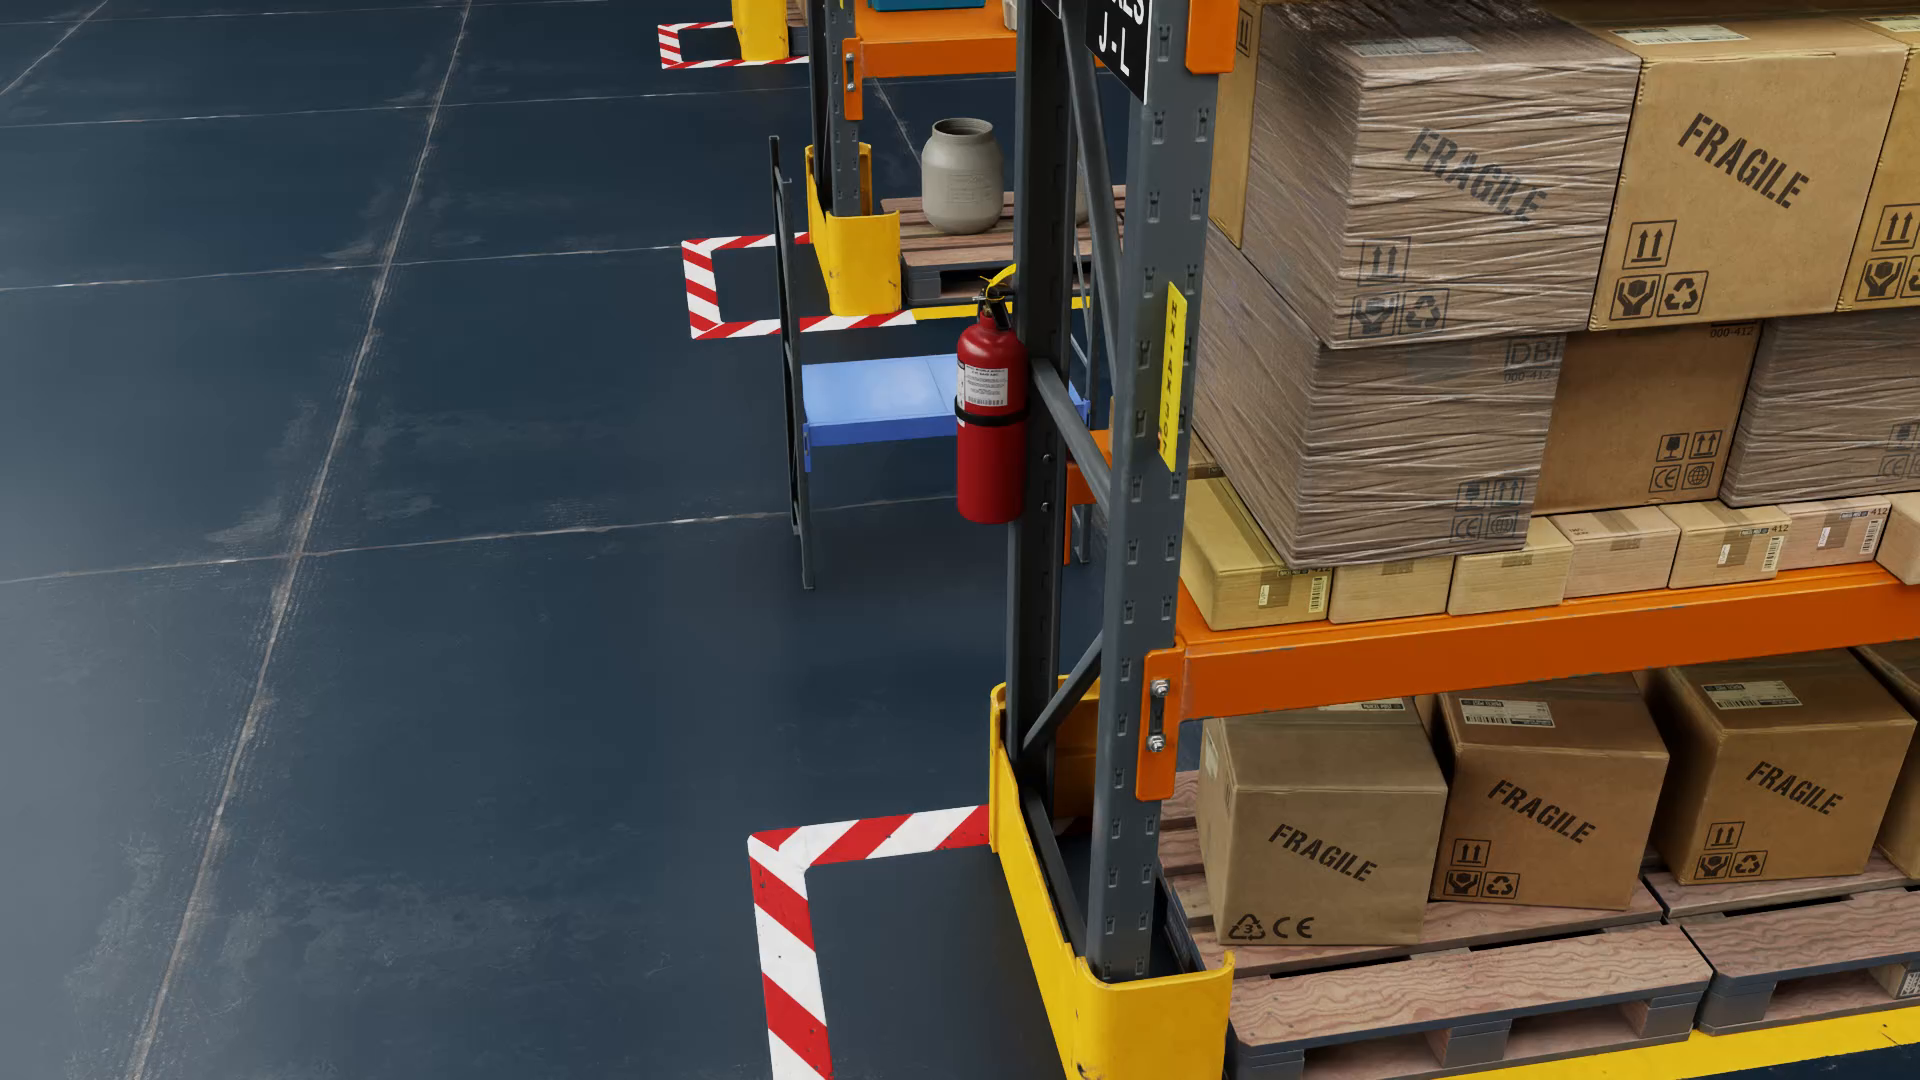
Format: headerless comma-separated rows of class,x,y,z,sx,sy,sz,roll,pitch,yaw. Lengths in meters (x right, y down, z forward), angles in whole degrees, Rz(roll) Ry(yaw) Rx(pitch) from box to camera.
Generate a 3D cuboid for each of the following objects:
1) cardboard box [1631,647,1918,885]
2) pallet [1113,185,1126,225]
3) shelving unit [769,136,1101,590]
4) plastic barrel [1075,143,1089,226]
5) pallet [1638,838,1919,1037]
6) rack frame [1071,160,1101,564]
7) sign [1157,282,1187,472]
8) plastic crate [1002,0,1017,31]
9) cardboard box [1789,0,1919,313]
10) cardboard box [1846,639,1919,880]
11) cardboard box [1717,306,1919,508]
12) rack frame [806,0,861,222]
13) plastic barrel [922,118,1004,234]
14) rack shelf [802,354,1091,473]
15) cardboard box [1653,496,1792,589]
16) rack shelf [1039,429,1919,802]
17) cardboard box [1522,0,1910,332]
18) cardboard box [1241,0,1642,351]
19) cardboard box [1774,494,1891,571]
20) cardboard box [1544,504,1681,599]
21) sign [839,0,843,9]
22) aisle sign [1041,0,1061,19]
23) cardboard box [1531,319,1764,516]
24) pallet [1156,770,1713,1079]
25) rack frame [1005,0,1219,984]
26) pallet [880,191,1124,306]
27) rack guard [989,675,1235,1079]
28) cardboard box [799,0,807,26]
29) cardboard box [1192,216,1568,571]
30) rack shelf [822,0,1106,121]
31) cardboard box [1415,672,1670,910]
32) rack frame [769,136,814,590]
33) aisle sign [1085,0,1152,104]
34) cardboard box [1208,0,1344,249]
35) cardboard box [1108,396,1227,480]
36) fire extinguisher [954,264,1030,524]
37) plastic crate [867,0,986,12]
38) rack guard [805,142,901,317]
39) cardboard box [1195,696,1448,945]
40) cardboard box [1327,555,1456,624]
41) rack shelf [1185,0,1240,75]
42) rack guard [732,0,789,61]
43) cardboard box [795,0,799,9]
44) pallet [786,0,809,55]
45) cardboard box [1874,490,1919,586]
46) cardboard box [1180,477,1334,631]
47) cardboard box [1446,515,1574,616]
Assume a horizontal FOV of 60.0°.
cardboard box,2.091,0.547,4.413,0.500,0.500,0.500,-3,31,-4
pallet,1.445,-1.661,8.866,1.213,0.211,1.003,-5,31,-9
shelving unit,-0.084,-0.639,5.857,1.048,1.500,0.538,-5,31,-9
plastic barrel,0.508,-1.904,8.569,0.421,0.512,0.421,0,30,0
pallet,2.351,0.847,4.601,1.213,0.211,1.003,-5,31,-9
rack frame,0.416,-0.685,5.936,0.032,1.500,0.500,-5,31,-9
sign,0.371,-0.285,2.921,0.005,0.325,0.100,-5,31,-9
plastic crate,0.319,-2.459,7.733,0.250,0.136,0.298,-5,31,-9
cardboard box,1.848,-0.787,3.251,0.500,0.500,0.500,-5,31,-9
cardboard box,2.648,0.518,4.462,0.500,0.500,0.500,-8,31,-13
cardboard box,1.789,-0.519,3.782,0.500,0.500,0.875,-5,31,-9
rack frame,-0.619,-2.651,7.800,0.127,3.000,1.000,-5,31,-9
plastic barrel,0.014,-1.858,8.491,0.421,0.512,0.421,0,30,0
rack shelf,-0.084,-0.484,5.948,1.000,0.185,0.538,-5,31,-9
cardboard box,1.584,-0.062,3.644,0.250,0.149,0.380,-5,31,-9
rack shelf,2.240,-0.054,4.093,4.000,0.370,1.077,-5,31,-9
cardboard box,1.356,-0.741,3.172,0.500,0.500,0.500,-5,31,-9
cardboard box,0.863,-0.699,3.100,0.500,0.500,0.500,-5,31,-9
cardboard box,1.825,-0.098,3.706,0.250,0.149,0.380,-5,31,-9
cardboard box,1.336,-0.043,3.611,0.250,0.149,0.380,-5,31,-9
sign,-0.524,-2.496,7.263,0.005,0.325,0.100,-5,31,-9
aisle sign,0.158,-1.447,3.186,0.004,0.787,0.394,-5,31,-9
cardboard box,1.289,-0.495,3.741,0.500,0.500,0.875,-5,31,-9
pallet,1.153,0.957,4.415,1.213,0.211,1.003,-5,31,-9
rack frame,0.273,-0.182,3.600,0.127,3.000,1.000,-5,31,-9
pallet,0.247,-1.551,8.680,1.213,0.211,1.003,-5,31,-9
rack guard,0.348,0.889,4.246,0.348,0.500,1.175,-5,31,-9
cardboard box,-0.940,-4.055,12.486,0.500,0.250,0.500,-5,31,-9
cardboard box,0.819,-0.390,3.561,0.500,0.500,0.875,-5,31,-9
rack shelf,1.348,-2.524,8.293,4.000,0.370,1.077,-5,31,-9
cardboard box,1.472,0.594,4.332,0.500,0.500,0.500,2,31,4
rack frame,-0.584,-0.592,5.778,0.032,1.500,0.500,-5,31,-9
aisle sign,0.266,-1.147,2.677,0.004,0.787,0.394,-5,31,-9
cardboard box,0.769,-0.958,3.541,0.500,0.500,0.500,-5,31,-9
cardboard box,0.516,-0.203,3.883,0.250,0.149,0.380,-5,31,-9
fire extinguisher,0.077,-0.368,3.993,0.183,0.674,0.296,-5,31,-9
plastic crate,-0.181,-2.782,8.169,0.616,0.251,0.499,-5,31,-9
rack guard,-0.553,-1.604,8.485,0.348,0.500,1.175,-5,31,-9
cardboard box,0.890,0.666,4.210,0.500,0.500,0.500,0,30,0
cardboard box,0.846,0.006,3.528,0.250,0.149,0.380,-5,31,-9
rack shelf,2.240,-1.347,3.333,4.000,0.370,1.077,-5,31,-9
rack guard,-1.531,-4.042,12.630,0.348,0.500,1.175,-5,31,-9
cardboard box,-1.033,-4.313,12.925,0.500,0.250,0.500,-5,31,-9
pallet,-0.763,-4.010,12.861,1.213,0.211,1.003,-5,31,-9
cardboard box,2.089,-0.069,3.657,0.250,0.149,0.380,-5,31,-9
cardboard box,0.596,0.019,3.506,0.250,0.149,0.380,-5,31,-9
cardboard box,1.094,-0.009,3.555,0.250,0.149,0.380,-5,31,-9
